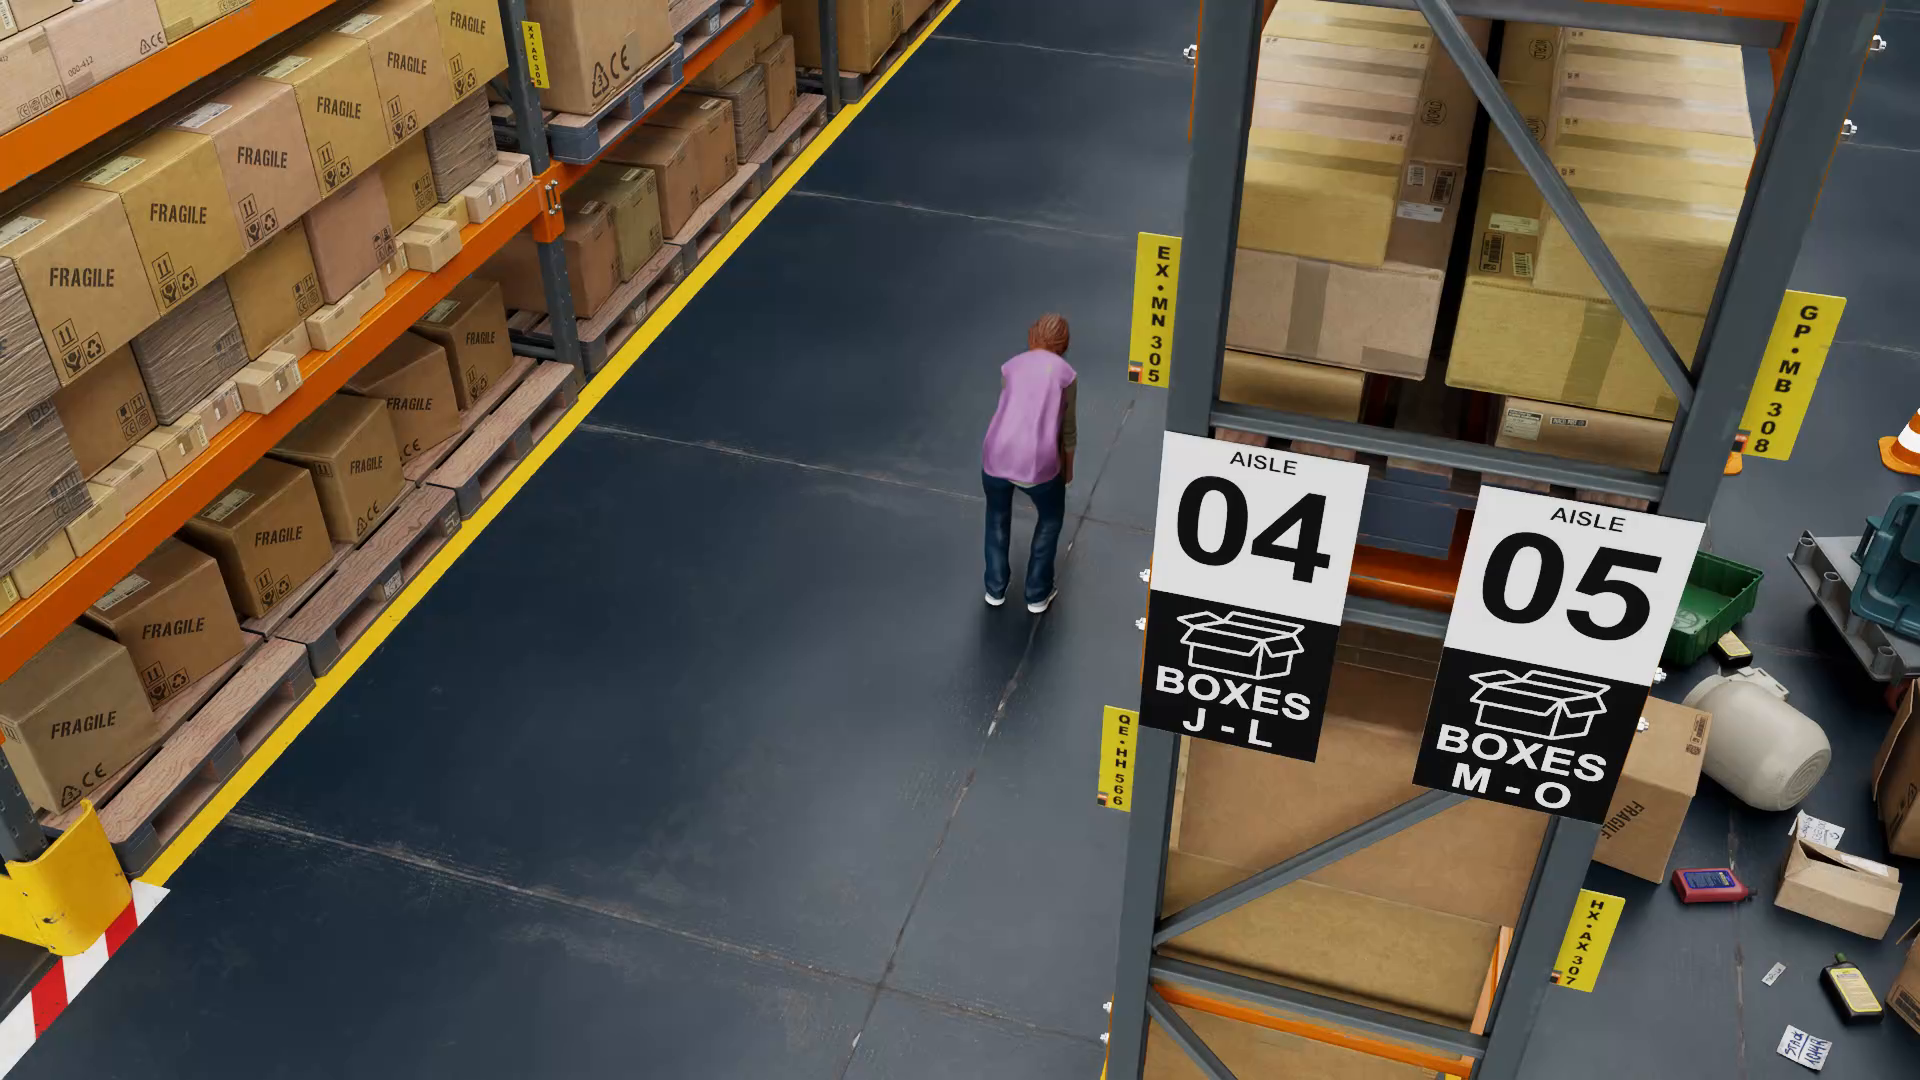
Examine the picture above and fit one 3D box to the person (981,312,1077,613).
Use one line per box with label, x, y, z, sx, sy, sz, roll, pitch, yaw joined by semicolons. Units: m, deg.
person;0.339;-0.342;7.632;0.380;1.248;0.810;10;39;13
